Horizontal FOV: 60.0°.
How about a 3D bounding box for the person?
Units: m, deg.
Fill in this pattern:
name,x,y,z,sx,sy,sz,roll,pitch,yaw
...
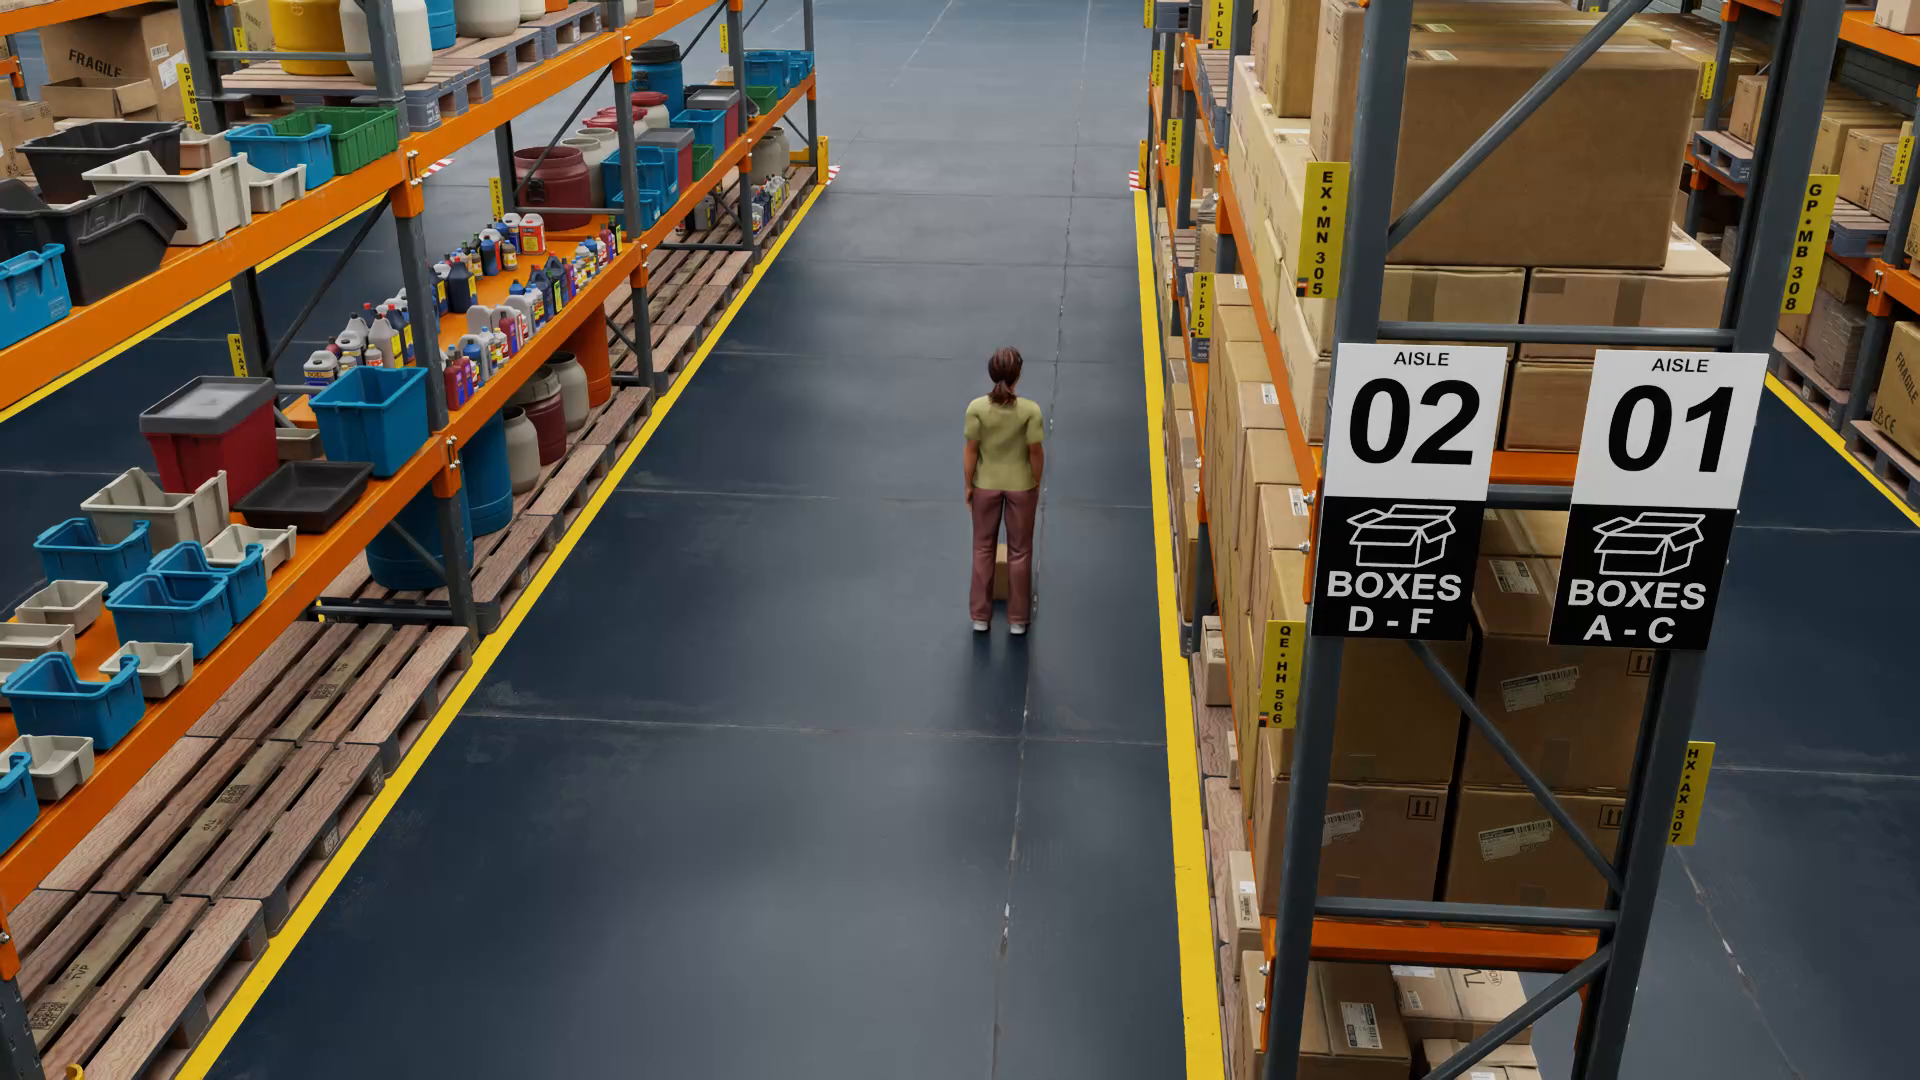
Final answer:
name,x,y,z,sx,sy,sz,roll,pitch,yaw
person,0.244,-0.271,9.183,0.444,1.678,0.382,3,25,6
